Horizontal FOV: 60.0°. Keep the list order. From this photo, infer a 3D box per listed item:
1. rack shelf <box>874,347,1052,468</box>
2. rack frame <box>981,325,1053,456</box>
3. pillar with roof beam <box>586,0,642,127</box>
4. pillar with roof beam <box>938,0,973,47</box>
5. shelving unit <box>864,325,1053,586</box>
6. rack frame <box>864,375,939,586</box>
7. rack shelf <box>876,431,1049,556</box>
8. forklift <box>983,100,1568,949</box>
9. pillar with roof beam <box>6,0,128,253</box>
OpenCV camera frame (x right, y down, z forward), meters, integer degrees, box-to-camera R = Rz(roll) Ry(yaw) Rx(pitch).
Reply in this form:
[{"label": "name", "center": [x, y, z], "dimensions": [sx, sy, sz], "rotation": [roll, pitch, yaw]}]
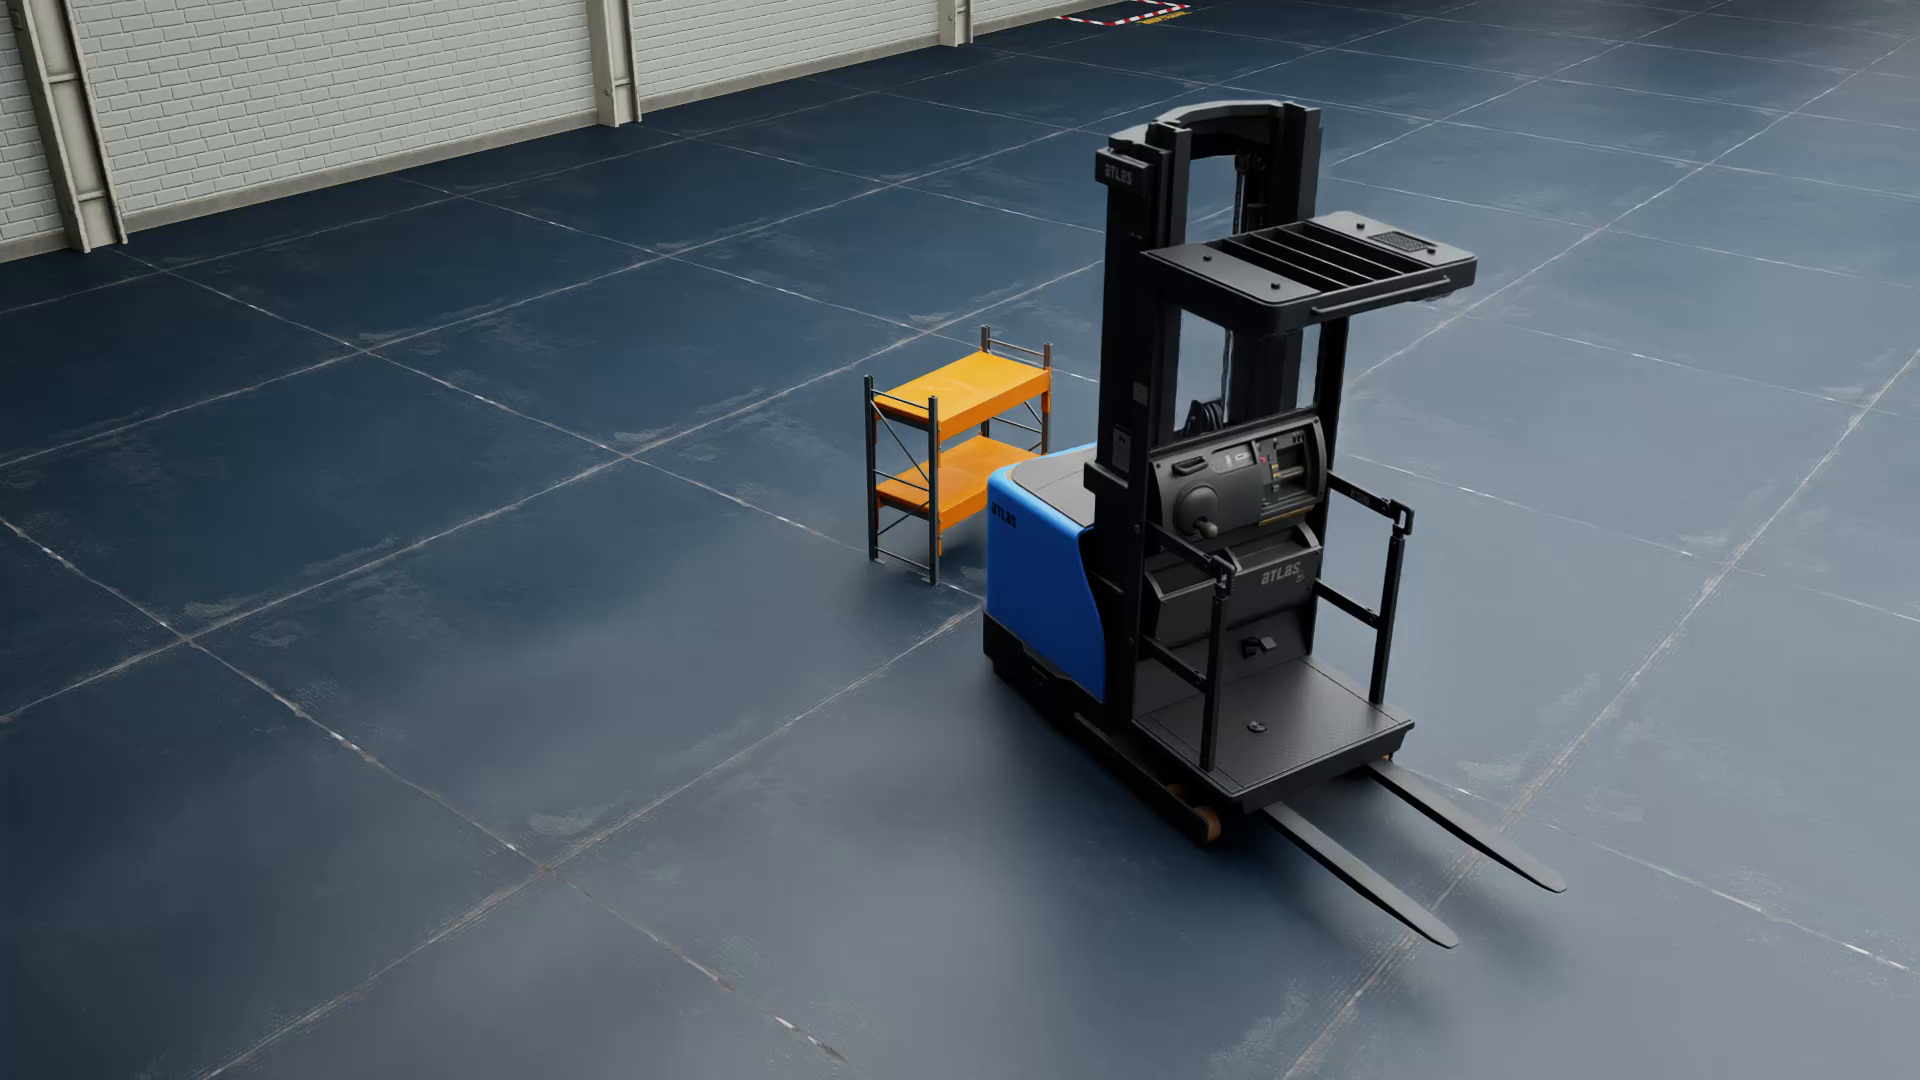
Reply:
[{"label": "rack shelf", "center": [0.004, -0.762, 9.362], "dimensions": [0.538, 0.278, 1.000], "rotation": [21, 34, 34]}, {"label": "rack frame", "center": [0.328, -0.682, 9.845], "dimensions": [0.500, 1.125, 0.032], "rotation": [21, 34, 34]}, {"label": "pillar with roof beam", "center": [-0.557, -7.506, 14.466], "dimensions": [9.100, 9.000, 0.400], "rotation": [21, 34, 34]}, {"label": "pillar with roof beam", "center": [3.260, -9.634, 18.578], "dimensions": [9.100, 9.000, 0.400], "rotation": [21, 34, 34]}, {"label": "shelving unit", "center": [0.004, -0.502, 9.496], "dimensions": [0.538, 1.125, 1.048], "rotation": [21, 34, 34]}, {"label": "rack frame", "center": [-0.319, -0.322, 9.148], "dimensions": [0.500, 1.125, 0.032], "rotation": [21, 34, 34]}, {"label": "rack shelf", "center": [0.004, -0.285, 9.609], "dimensions": [0.538, 0.278, 1.000], "rotation": [21, 34, 34]}, {"label": "forklift", "center": [1.327, -0.232, 7.008], "dimensions": [1.130, 2.935, 3.031], "rotation": [-16, 31, -28]}, {"label": "pillar with roof beam", "center": [-4.373, -5.379, 10.354], "dimensions": [9.100, 9.000, 0.400], "rotation": [21, 34, 34]}]
